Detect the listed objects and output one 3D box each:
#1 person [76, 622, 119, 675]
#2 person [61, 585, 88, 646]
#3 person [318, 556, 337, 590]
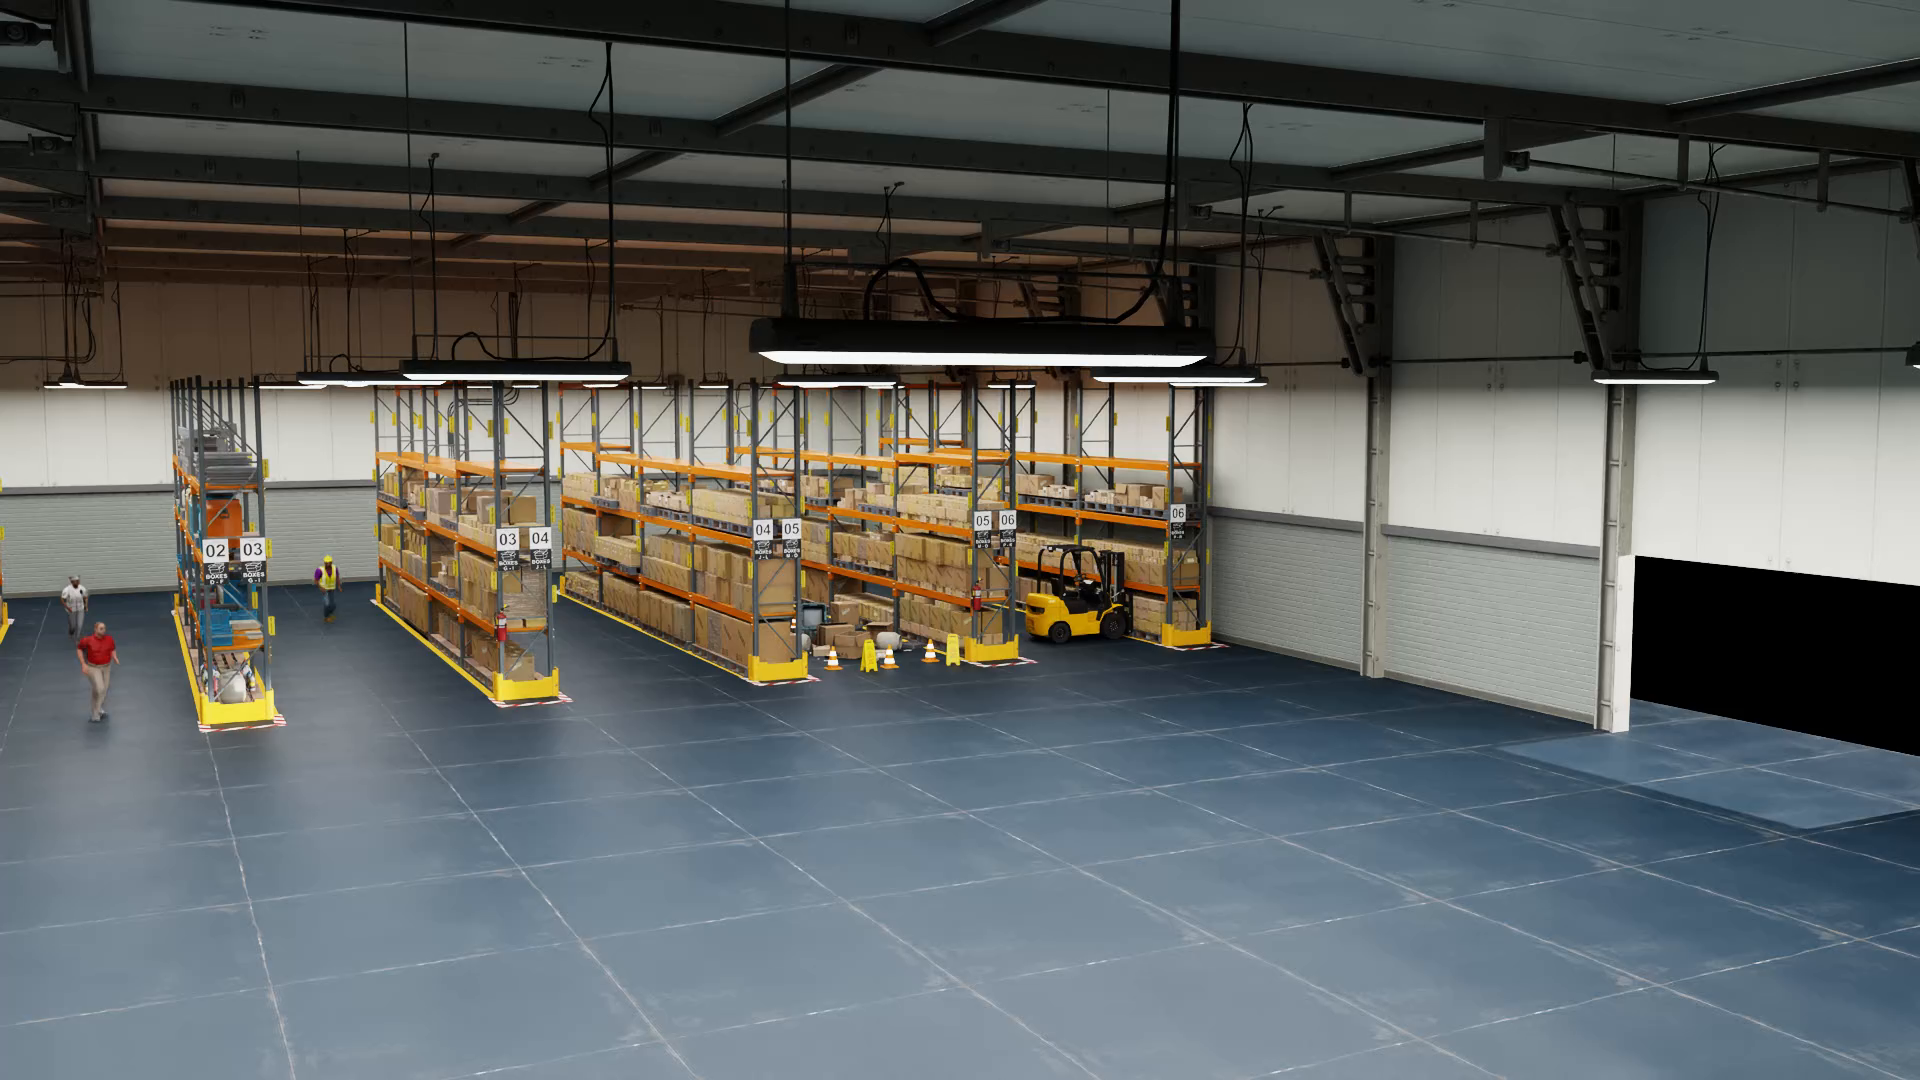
[{"bbox_3d":[-14.997,1.886,29.045,0.628,0.915,0.578,3,6,32],"label":"person"},{"bbox_3d":[-20.061,1.686,37.681,0.540,1.401,0.558,-4,6,-38],"label":"person"},{"bbox_3d":[-15.639,0.815,41.158,0.458,0.858,0.554,-5,7,-44],"label":"person"}]
